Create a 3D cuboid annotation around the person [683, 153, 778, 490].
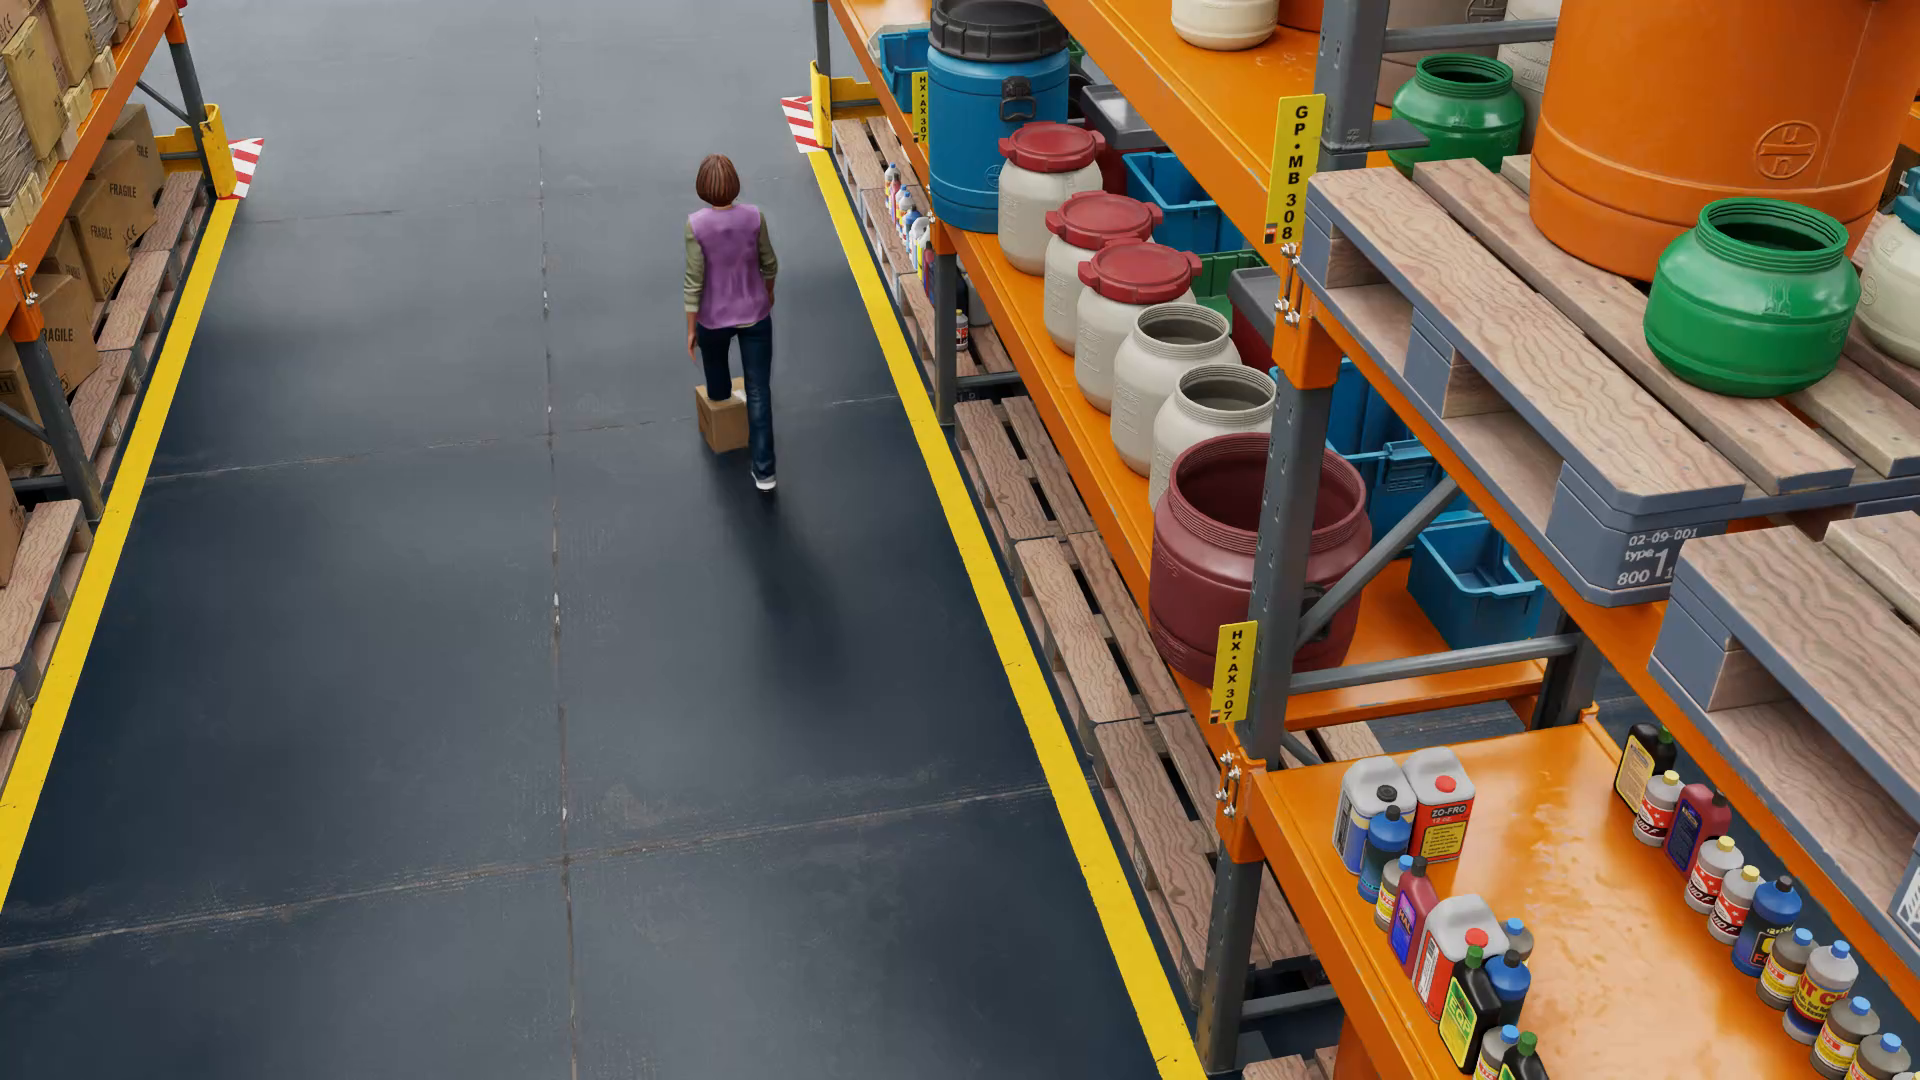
[{"bbox_3d":[-1.056,-1.077,7.692,0.450,1.521,0.951,-7,35,-9],"label":"person"}]
